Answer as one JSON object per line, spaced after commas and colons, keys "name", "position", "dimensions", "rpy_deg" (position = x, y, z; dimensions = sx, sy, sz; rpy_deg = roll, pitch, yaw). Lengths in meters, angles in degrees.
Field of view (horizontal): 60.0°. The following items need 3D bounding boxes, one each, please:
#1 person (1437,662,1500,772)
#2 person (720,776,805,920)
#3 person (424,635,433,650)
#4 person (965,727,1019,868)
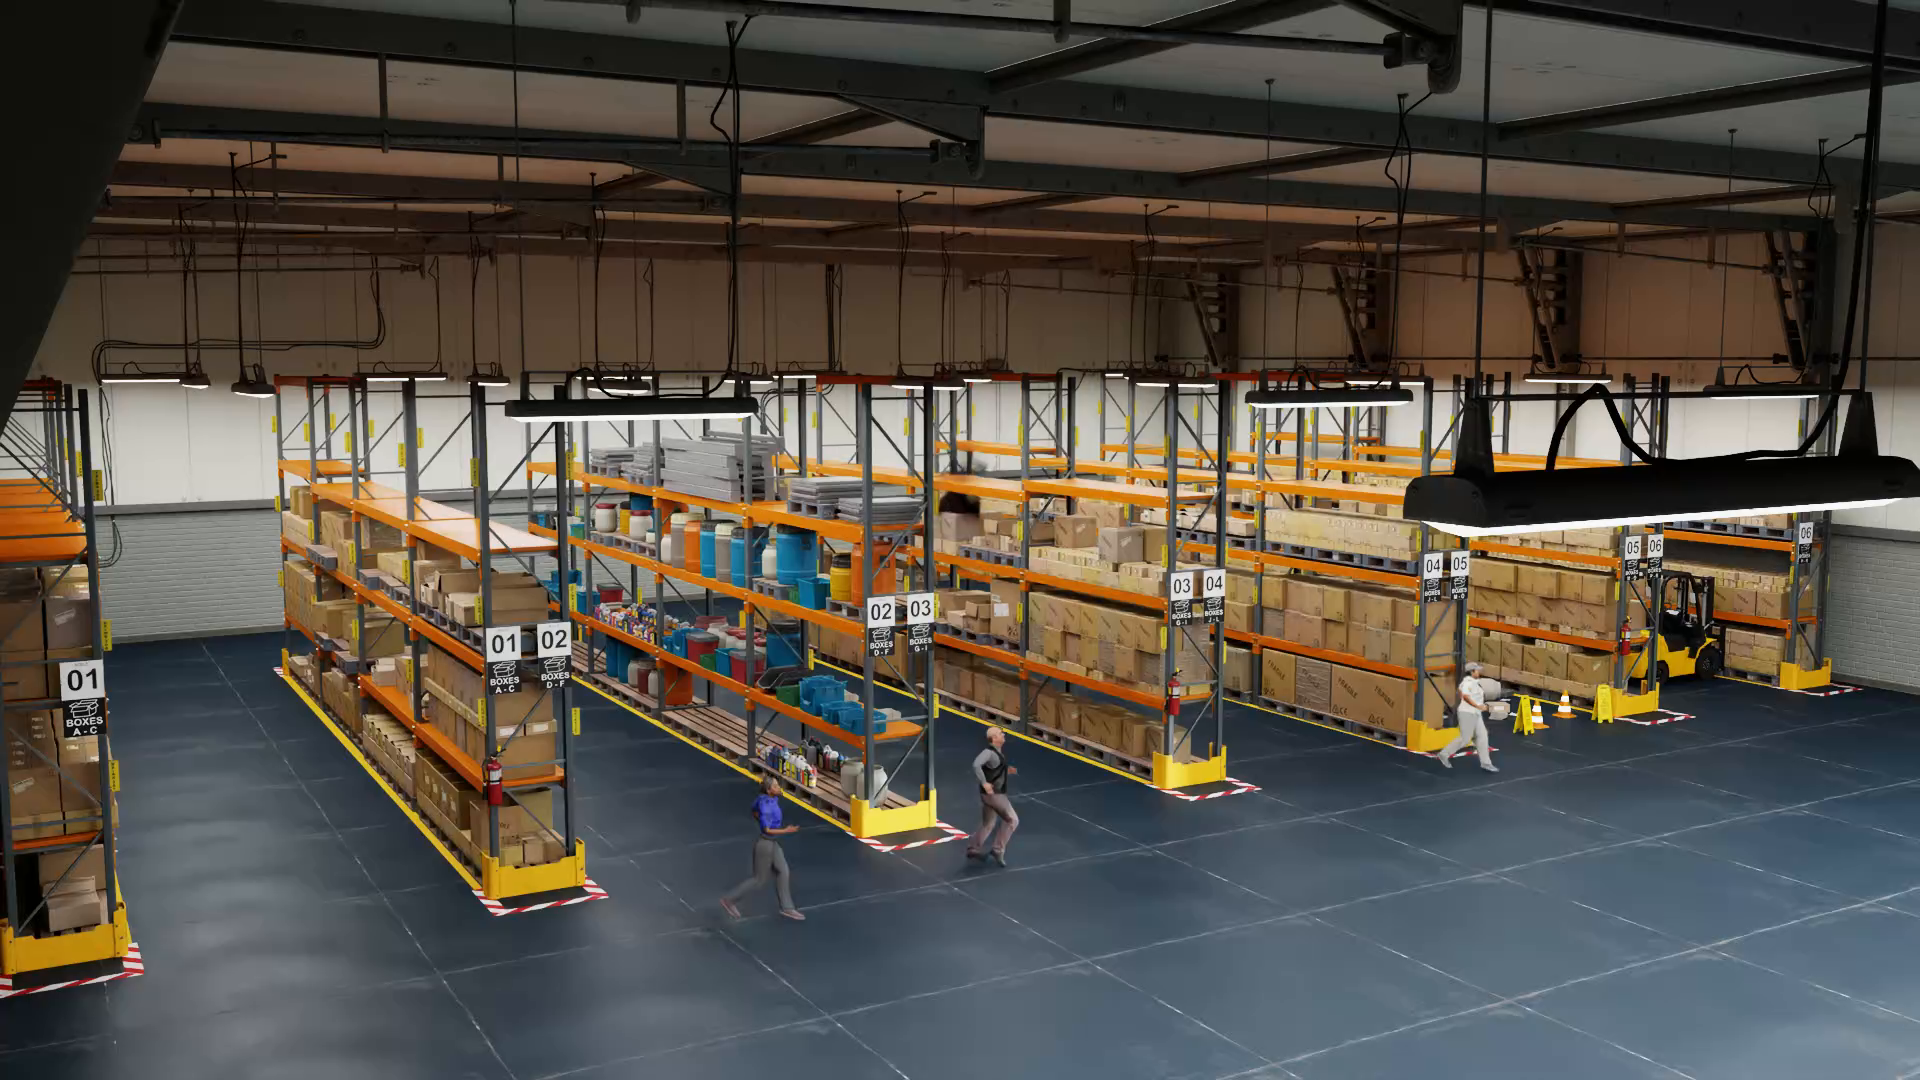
{"name": "person", "position": [7.877, 2.710, 25.632], "dimensions": [0.924, 1.649, 0.692], "rpy_deg": [3, 7, 23]}
{"name": "person", "position": [-2.221, 3.479, 18.687], "dimensions": [0.935, 1.662, 0.588], "rpy_deg": [0, 6, -2]}
{"name": "person", "position": [-10.748, 1.785, 33.418], "dimensions": [0.644, 1.776, 0.991], "rpy_deg": [-6, 9, -44]}
{"name": "person", "position": [0.396, 3.210, 20.906], "dimensions": [0.668, 1.738, 0.645], "rpy_deg": [0, 6, -1]}
